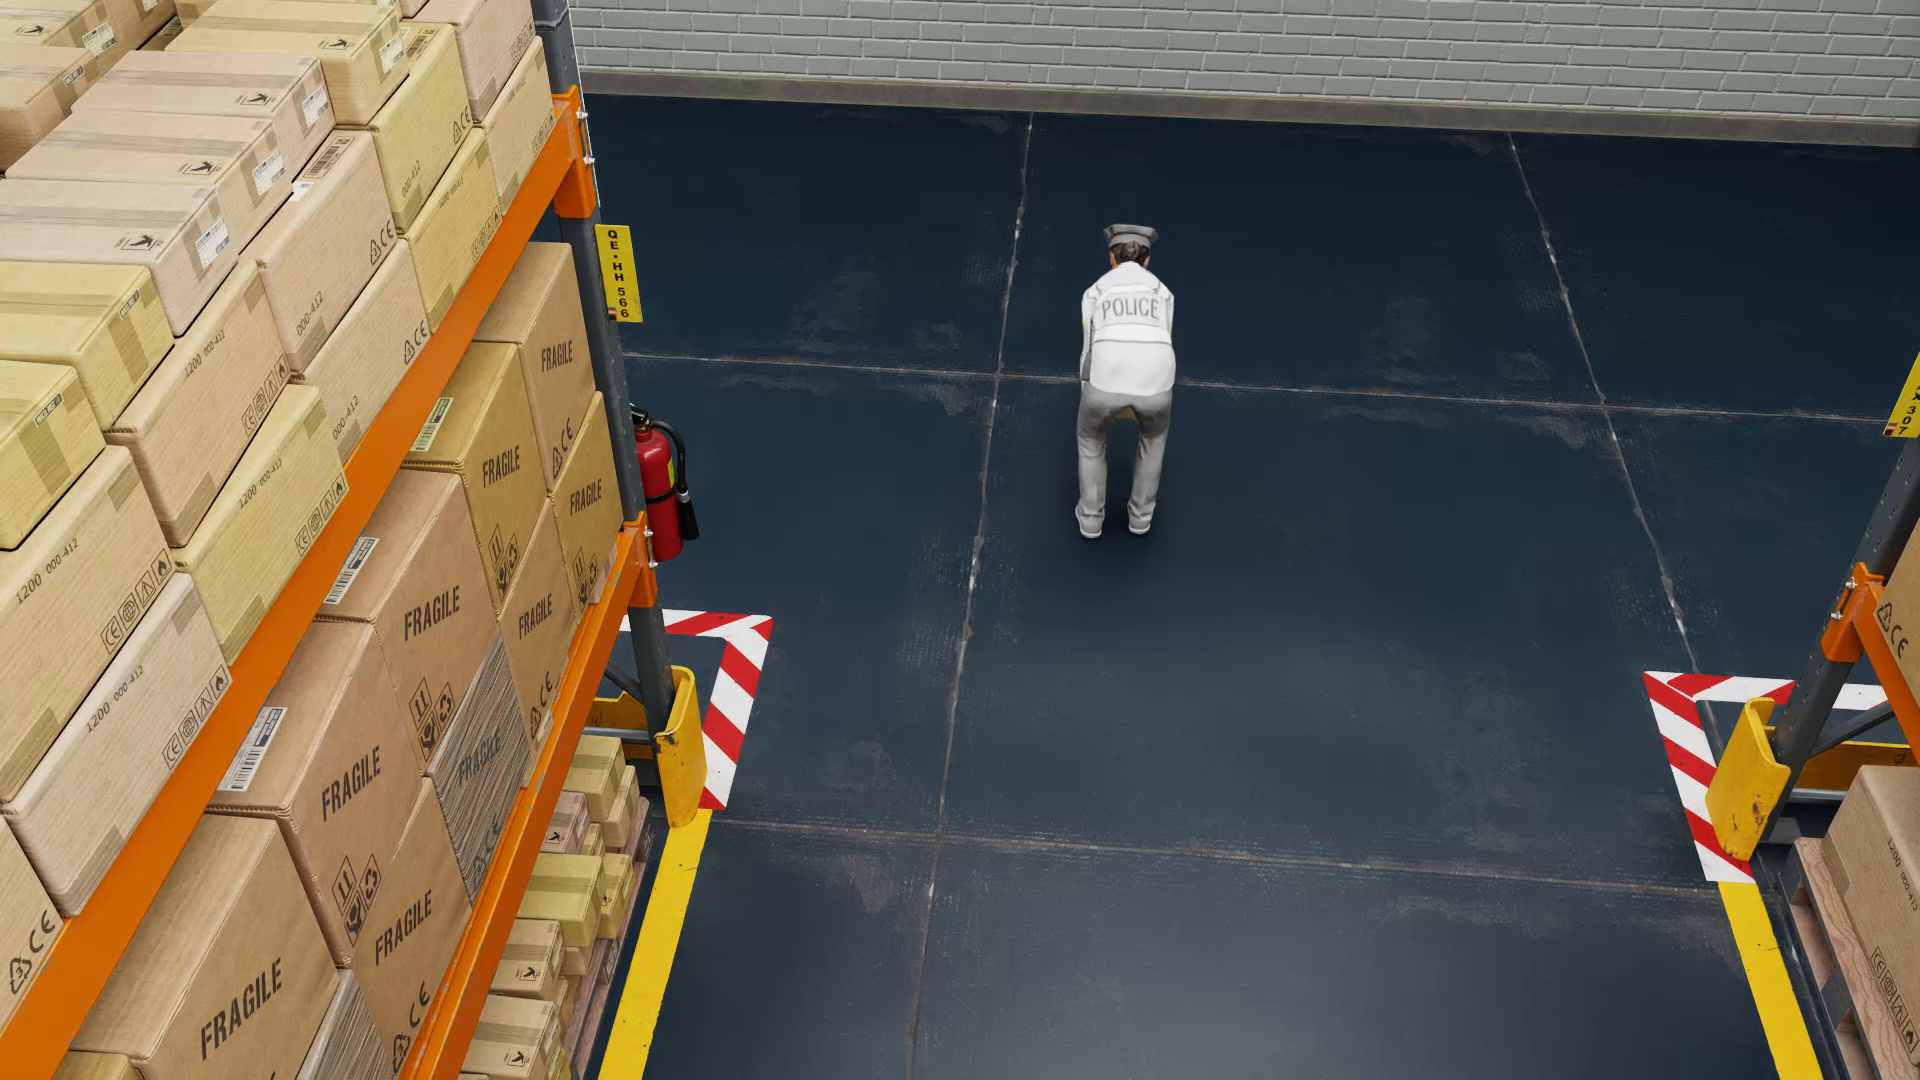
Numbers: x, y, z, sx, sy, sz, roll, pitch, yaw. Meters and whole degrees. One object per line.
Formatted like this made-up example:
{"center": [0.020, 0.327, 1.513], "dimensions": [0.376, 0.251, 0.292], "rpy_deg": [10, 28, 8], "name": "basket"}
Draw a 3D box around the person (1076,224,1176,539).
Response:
{"center": [0.717, -0.691, 7.295], "dimensions": [0.402, 1.251, 0.906], "rpy_deg": [2, 40, 3], "name": "person"}
